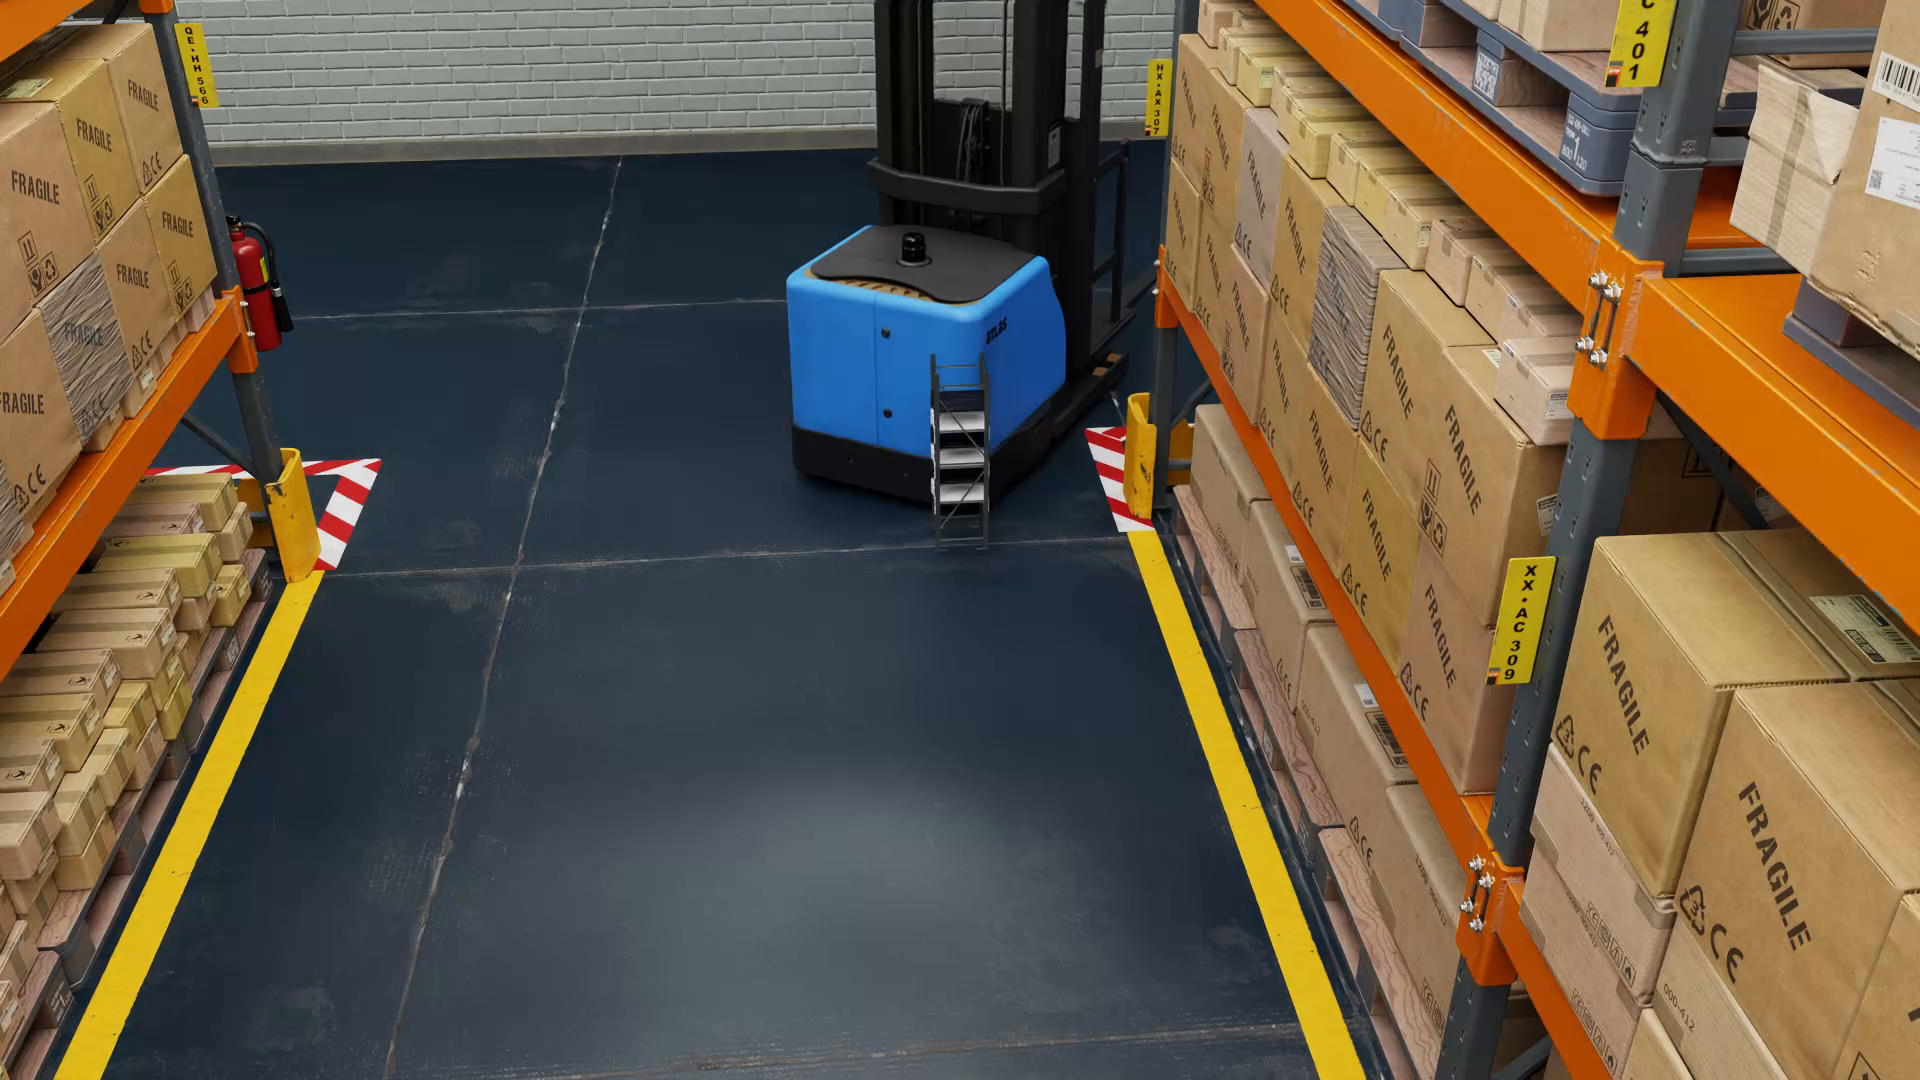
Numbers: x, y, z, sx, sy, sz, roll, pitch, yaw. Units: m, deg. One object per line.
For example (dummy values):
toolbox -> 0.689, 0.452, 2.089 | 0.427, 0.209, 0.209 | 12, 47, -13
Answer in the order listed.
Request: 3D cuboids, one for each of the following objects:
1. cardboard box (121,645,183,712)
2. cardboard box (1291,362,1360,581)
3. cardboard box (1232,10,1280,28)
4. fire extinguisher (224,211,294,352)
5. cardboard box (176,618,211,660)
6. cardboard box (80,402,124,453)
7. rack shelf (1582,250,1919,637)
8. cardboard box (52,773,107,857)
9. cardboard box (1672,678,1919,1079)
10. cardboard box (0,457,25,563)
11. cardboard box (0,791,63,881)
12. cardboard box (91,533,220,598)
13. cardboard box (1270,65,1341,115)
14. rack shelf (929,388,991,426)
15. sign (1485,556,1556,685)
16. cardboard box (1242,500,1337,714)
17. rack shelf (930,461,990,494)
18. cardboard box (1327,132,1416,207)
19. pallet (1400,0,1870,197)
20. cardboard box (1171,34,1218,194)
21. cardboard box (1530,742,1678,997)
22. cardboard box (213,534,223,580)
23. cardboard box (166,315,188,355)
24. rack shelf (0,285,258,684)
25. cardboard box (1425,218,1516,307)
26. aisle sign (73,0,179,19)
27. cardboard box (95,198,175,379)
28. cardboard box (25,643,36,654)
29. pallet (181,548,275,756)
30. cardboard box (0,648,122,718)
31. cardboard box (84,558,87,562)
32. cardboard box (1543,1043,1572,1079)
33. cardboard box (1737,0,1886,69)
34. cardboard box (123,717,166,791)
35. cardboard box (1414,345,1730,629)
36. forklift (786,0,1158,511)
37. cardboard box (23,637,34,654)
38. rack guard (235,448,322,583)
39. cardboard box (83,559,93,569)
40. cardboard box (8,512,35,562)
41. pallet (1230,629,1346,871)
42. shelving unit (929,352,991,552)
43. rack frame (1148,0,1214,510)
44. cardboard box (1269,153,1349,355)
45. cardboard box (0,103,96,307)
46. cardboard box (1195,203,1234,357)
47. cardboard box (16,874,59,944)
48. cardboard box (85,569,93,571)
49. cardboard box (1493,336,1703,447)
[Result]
cardboard box -> -3.081, 0.504, 6.062 | 0.380, 0.149, 0.250 | -2, 31, -4
cardboard box -> 1.353, -0.230, 5.112 | 0.500, 0.500, 0.500 | -3, 31, -5
cardboard box -> 1.246, -1.912, 6.320 | 0.380, 0.149, 0.250 | -2, 31, -3
fire extinguisher -> -3.090, -1.155, 7.197 | 0.296, 0.674, 0.183 | -3, 31, -5
cardboard box -> -3.206, 0.371, 6.575 | 0.380, 0.149, 0.250 | -3, 31, -5
cardboard box -> -3.148, -0.415, 5.765 | 0.380, 0.149, 0.250 | -4, 31, -7
rack shelf -> 1.953, 0.598, 1.599 | 1.077, 0.370, 4.000 | -3, 31, -5
cardboard box -> -3.025, 0.902, 5.396 | 0.380, 0.149, 0.250 | -3, 31, -5
cardboard box -> 1.596, 0.581, 2.780 | 0.500, 0.500, 0.500 | -3, 31, -5
cardboard box -> -3.012, -0.102, 4.608 | 0.500, 0.500, 0.500 | -3, 31, -6
cardboard box -> -3.007, 0.911, 5.090 | 0.380, 0.149, 0.250 | -2, 31, -4
cardboard box -> -3.107, 0.106, 6.437 | 0.380, 0.149, 0.250 | -3, 31, -6
cardboard box -> 1.275, -1.508, 5.645 | 0.380, 0.149, 0.250 | -2, 31, -4
rack shelf -> -0.001, -0.594, 7.405 | 0.258, 0.077, 0.200 | -3, 31, -5
sign -> 1.214, 0.178, 3.605 | 0.100, 0.325, 0.005 | -3, 31, -5
cardboard box -> 1.648, 0.233, 6.524 | 0.875, 0.438, 0.875 | -2, 31, -3
rack shelf -> -0.001, -0.285, 7.589 | 0.258, 0.077, 0.200 | -3, 31, -5
cardboard box -> 1.326, -1.117, 4.990 | 0.380, 0.149, 0.250 | -3, 31, -5
pallet -> 1.700, -1.112, 3.847 | 1.003, 0.211, 1.213 | -3, 31, -5
cardboard box -> 1.154, -1.699, 6.597 | 0.500, 0.500, 0.500 | -3, 31, -6
cardboard box -> 1.527, 0.644, 3.405 | 0.500, 0.250, 0.500 | -4, 31, -6
cardboard box -> -3.222, 0.111, 6.720 | 0.380, 0.149, 0.250 | -3, 31, -6
cardboard box -> -3.228, -0.808, 6.422 | 0.380, 0.149, 0.250 | -3, 31, -5
rack shelf -> -3.339, 0.133, 5.304 | 1.077, 0.370, 4.000 | -3, 31, -5
cardboard box -> 1.449, -0.732, 4.346 | 0.380, 0.149, 0.250 | -3, 31, -5
aisle sign -> -3.234, -2.365, 6.249 | 0.394, 0.787, 0.004 | -3, 31, -5
cardboard box -> -3.185, -0.888, 5.923 | 0.500, 0.500, 0.500 | -3, 31, -5
cardboard box -> -3.745, 0.521, 6.323 | 0.380, 0.149, 0.250 | -2, 31, -4
pallet -> -3.478, 0.455, 6.782 | 1.003, 0.211, 1.213 | -3, 31, -5
cardboard box -> -3.152, 0.516, 5.752 | 0.380, 0.149, 0.250 | -4, 31, -6
cardboard box -> -3.670, 0.010, 6.599 | 0.380, 0.149, 0.250 | -2, 31, -4
cardboard box -> 1.904, 1.601, 3.807 | 0.875, 0.875, 0.875 | -2, 31, -3
cardboard box -> 1.921, -1.308, 3.485 | 0.500, 0.500, 0.500 | -2, 31, -4
cardboard box -> -3.078, 0.764, 5.917 | 0.380, 0.149, 0.250 | -2, 31, -4
cardboard box -> 1.447, -0.144, 3.993 | 0.500, 0.500, 0.500 | -3, 31, -5
forklift -> 0.283, -2.126, 8.451 | 1.130, 2.935, 3.031 | 14, 34, 23
cardboard box -> -3.737, 0.398, 6.239 | 0.380, 0.149, 0.250 | -2, 31, -3
rack guard -> -3.519, -0.085, 7.405 | 1.175, 0.500, 0.348 | -3, 31, -5
cardboard box -> -3.733, -0.001, 6.908 | 0.380, 0.149, 0.250 | -2, 31, -3
cardboard box -> -3.096, -0.012, 5.090 | 0.380, 0.149, 0.250 | -2, 31, -3
pallet -> 1.656, 0.737, 6.310 | 1.003, 0.211, 1.213 | -3, 31, -5
shelving unit -> -0.001, -0.390, 7.526 | 0.258, 0.900, 0.210 | -3, 31, -5
rack frame -> 1.393, -1.486, 7.313 | 1.000, 3.000, 0.127 | -3, 31, -5
cardboard box -> 1.313, -0.919, 5.291 | 0.500, 0.500, 0.500 | -3, 31, -4
cardboard box -> -3.131, -1.052, 5.223 | 0.500, 0.500, 0.500 | -1, 31, -2
cardboard box -> 1.227, -1.013, 6.424 | 0.500, 0.500, 0.500 | -3, 31, -5
cardboard box -> -3.100, 1.164, 5.246 | 0.380, 0.149, 0.250 | -4, 31, -7
cardboard box -> -3.796, 0.129, 6.979 | 0.380, 0.149, 0.250 | -2, 31, -4
cardboard box -> 1.421, -0.336, 3.683 | 0.380, 0.149, 0.250 | -3, 31, -6
